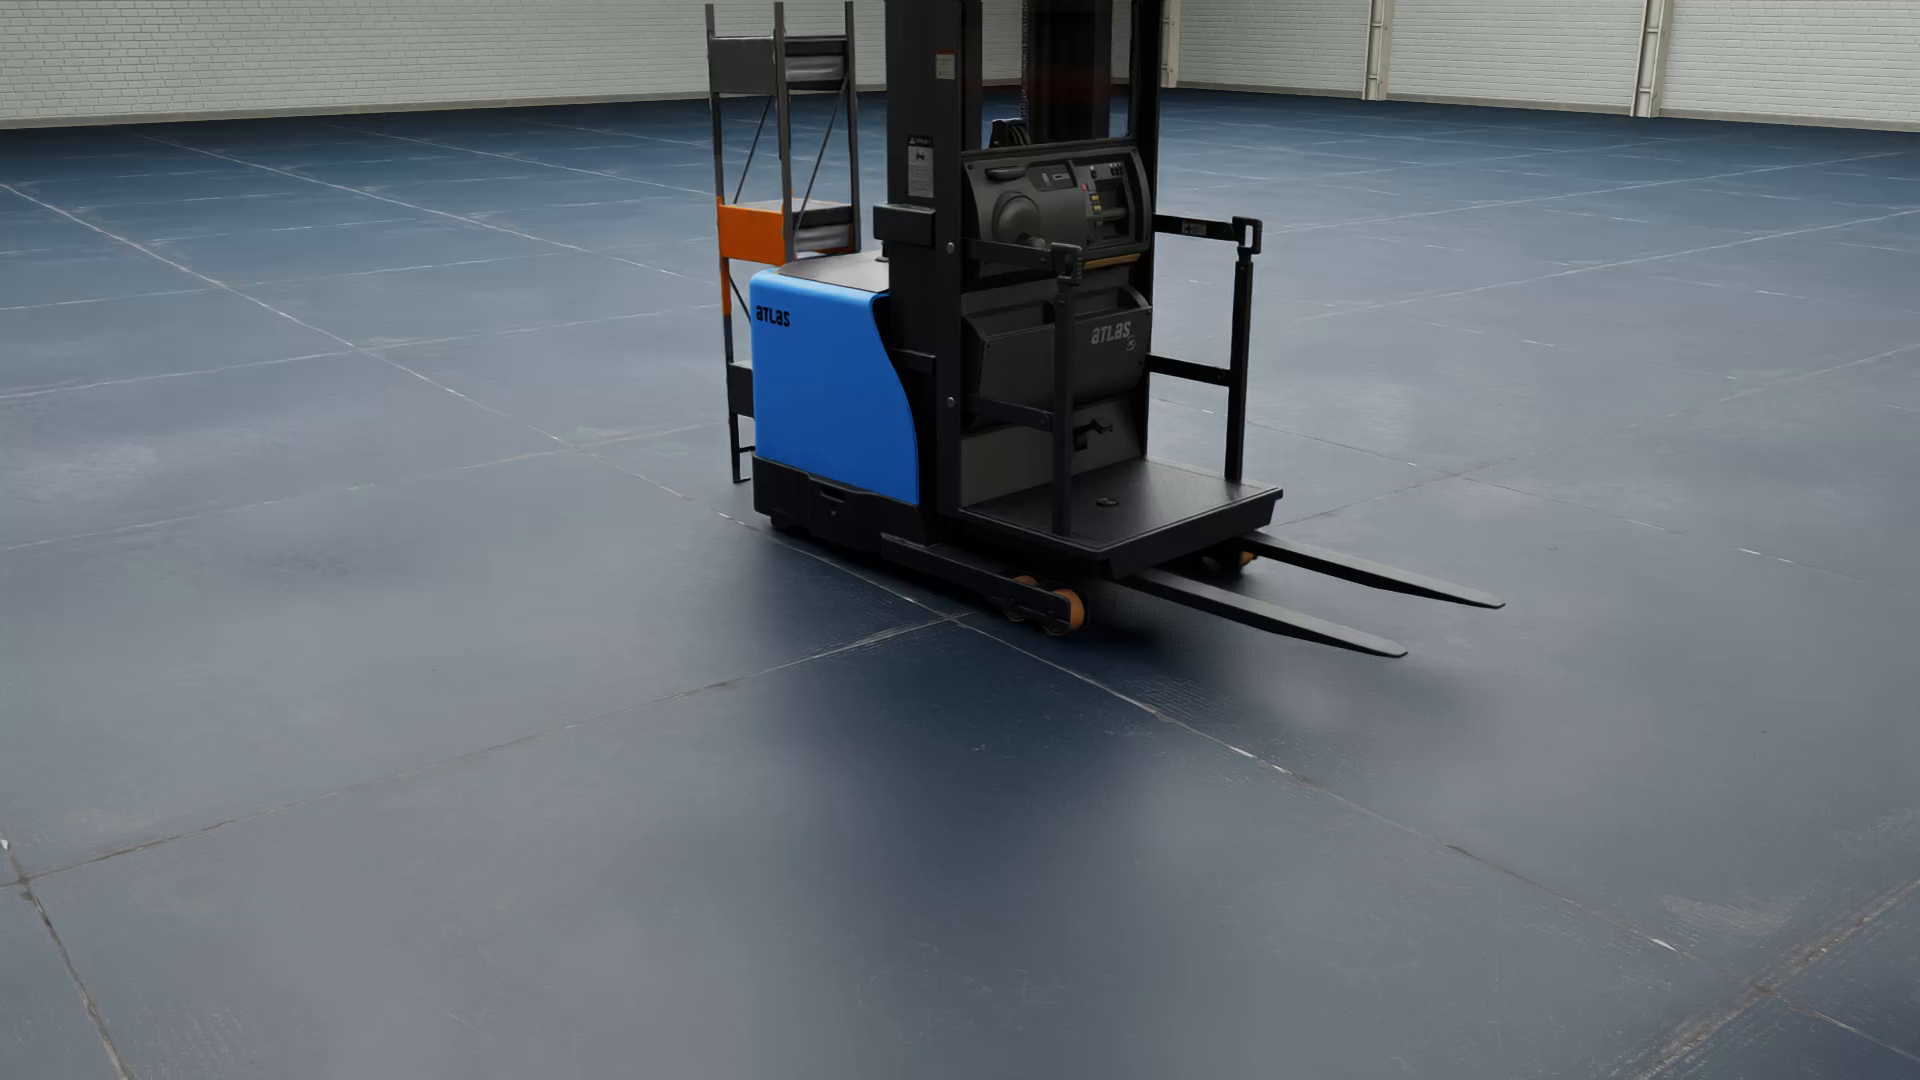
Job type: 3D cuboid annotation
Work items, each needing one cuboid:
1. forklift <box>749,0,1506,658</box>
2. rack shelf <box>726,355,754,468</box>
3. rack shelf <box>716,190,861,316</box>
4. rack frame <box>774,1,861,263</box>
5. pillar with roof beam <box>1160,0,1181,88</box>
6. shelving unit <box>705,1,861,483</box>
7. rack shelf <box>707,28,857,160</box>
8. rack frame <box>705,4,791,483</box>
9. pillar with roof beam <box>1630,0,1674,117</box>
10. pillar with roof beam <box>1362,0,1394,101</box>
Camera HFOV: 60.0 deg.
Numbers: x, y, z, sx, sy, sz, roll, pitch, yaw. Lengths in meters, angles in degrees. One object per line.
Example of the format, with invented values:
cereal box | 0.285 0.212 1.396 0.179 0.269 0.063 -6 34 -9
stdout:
forklift | 0.517 -1.237 5.934 1.130 2.935 3.031 -17 25 -42
rack shelf | -0.735 -0.574 7.507 0.431 0.518 0.480 -16 23 -40
rack shelf | -0.746 -1.242 7.299 0.431 0.518 0.480 -16 23 -40
rack frame | -0.581 -1.204 7.122 0.400 2.100 0.015 -16 23 -40
pillar with roof beam | 1.434 -13.977 34.757 9.100 9.000 0.400 -14 23 -36
shelving unit | -0.746 -1.255 7.295 0.431 2.100 0.503 -16 23 -40
rack shelf | -0.757 -1.910 7.090 0.431 0.518 0.480 -16 23 -40
rack frame | -0.911 -1.306 7.467 0.400 2.100 0.015 -16 23 -40
pillar with roof beam | 8.884 -11.020 25.827 9.100 9.000 0.400 -14 23 -36
pillar with roof beam | 5.159 -12.499 30.292 9.100 9.000 0.400 -14 23 -36
